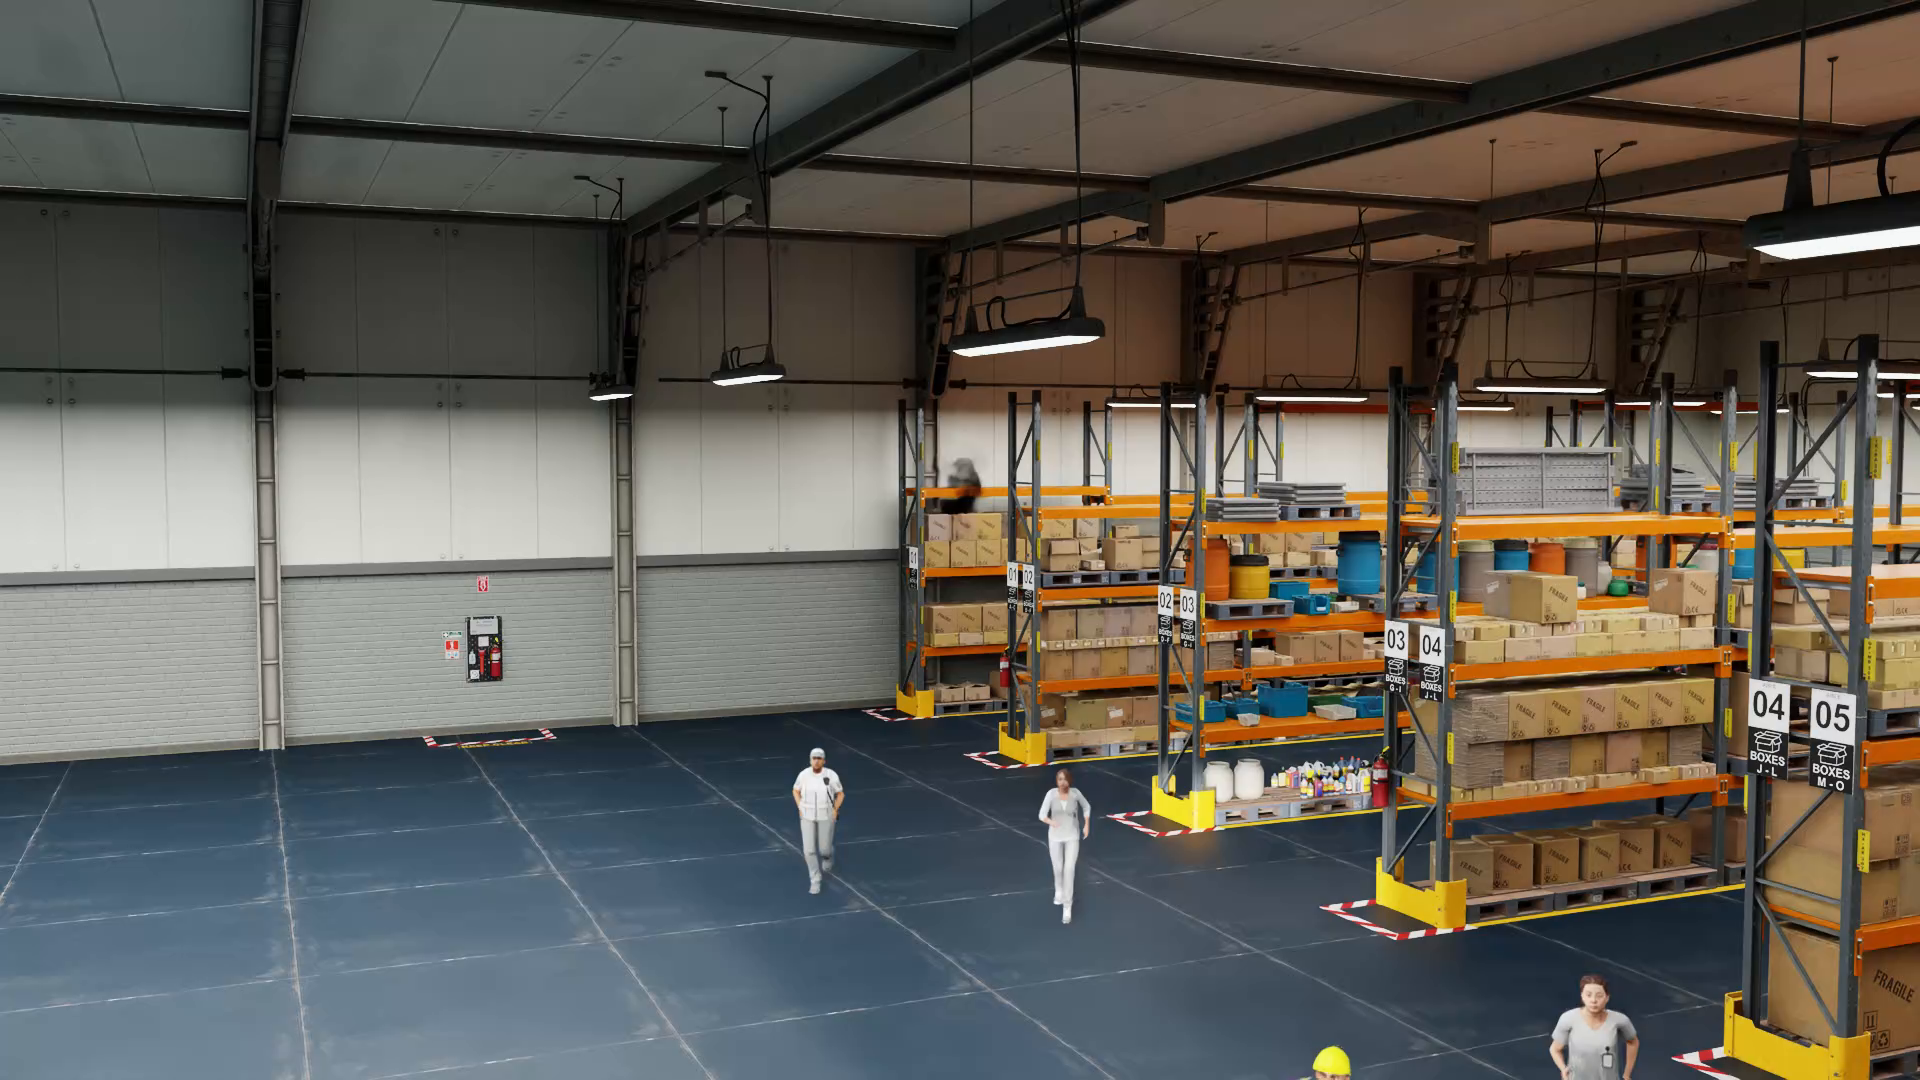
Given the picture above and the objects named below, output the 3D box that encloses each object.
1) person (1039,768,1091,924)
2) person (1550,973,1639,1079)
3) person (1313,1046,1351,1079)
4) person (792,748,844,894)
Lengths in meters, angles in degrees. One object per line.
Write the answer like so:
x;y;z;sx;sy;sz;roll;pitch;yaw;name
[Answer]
1.144;3.295;18.194;0.557;1.634;0.758;0;3;8;person
4.226;3.681;11.098;0.553;1.656;0.933;1;4;22;person
2.113;3.737;9.376;0.687;1.802;0.748;1;4;18;person
-1.660;3.230;19.353;0.587;1.641;0.670;0;3;2;person
